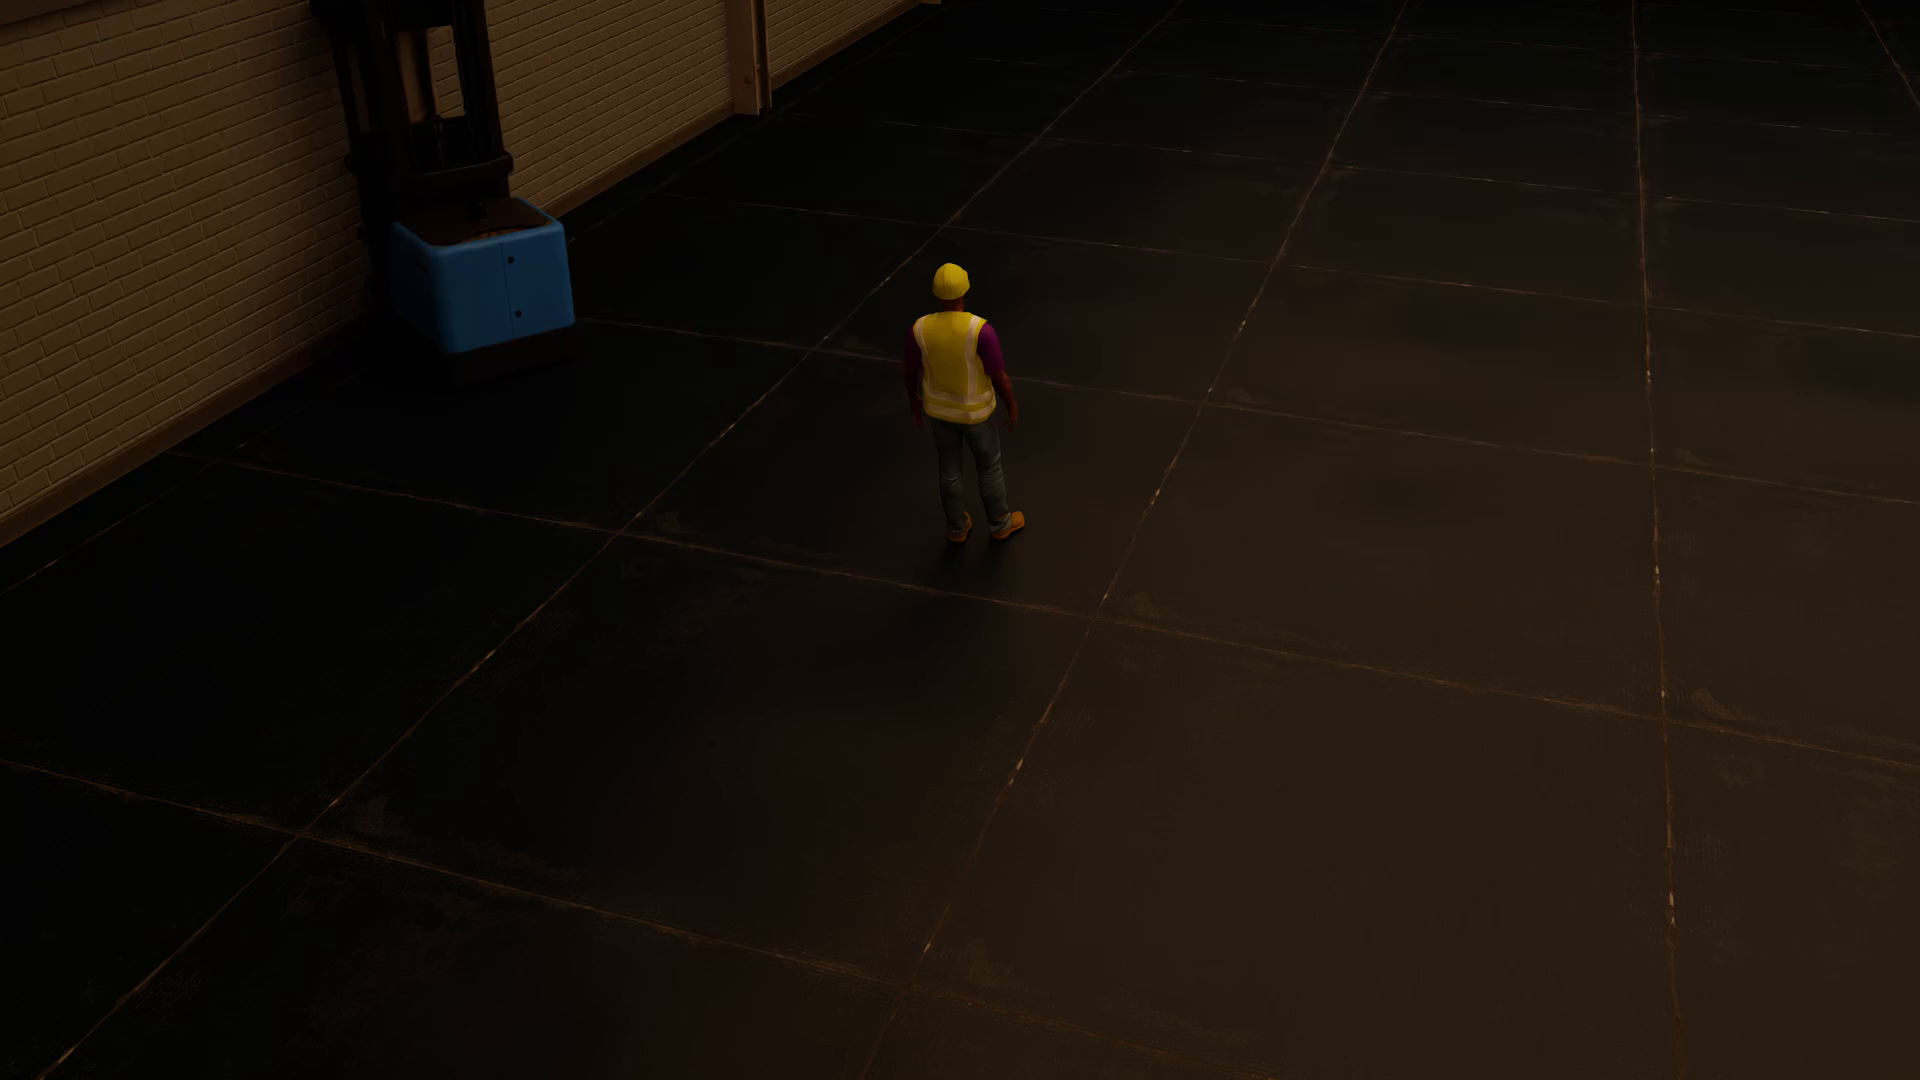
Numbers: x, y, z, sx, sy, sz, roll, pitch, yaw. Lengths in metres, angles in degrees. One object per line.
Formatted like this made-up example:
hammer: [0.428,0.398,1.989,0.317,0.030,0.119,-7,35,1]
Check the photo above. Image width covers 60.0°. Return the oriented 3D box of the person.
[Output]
person: [0.029,-0.805,9.710,0.665,1.765,0.577,10,31,16]

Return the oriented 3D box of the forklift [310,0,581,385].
forklift: [-4.104,-3.055,12.495,1.130,2.935,3.031,-20,35,-31]
